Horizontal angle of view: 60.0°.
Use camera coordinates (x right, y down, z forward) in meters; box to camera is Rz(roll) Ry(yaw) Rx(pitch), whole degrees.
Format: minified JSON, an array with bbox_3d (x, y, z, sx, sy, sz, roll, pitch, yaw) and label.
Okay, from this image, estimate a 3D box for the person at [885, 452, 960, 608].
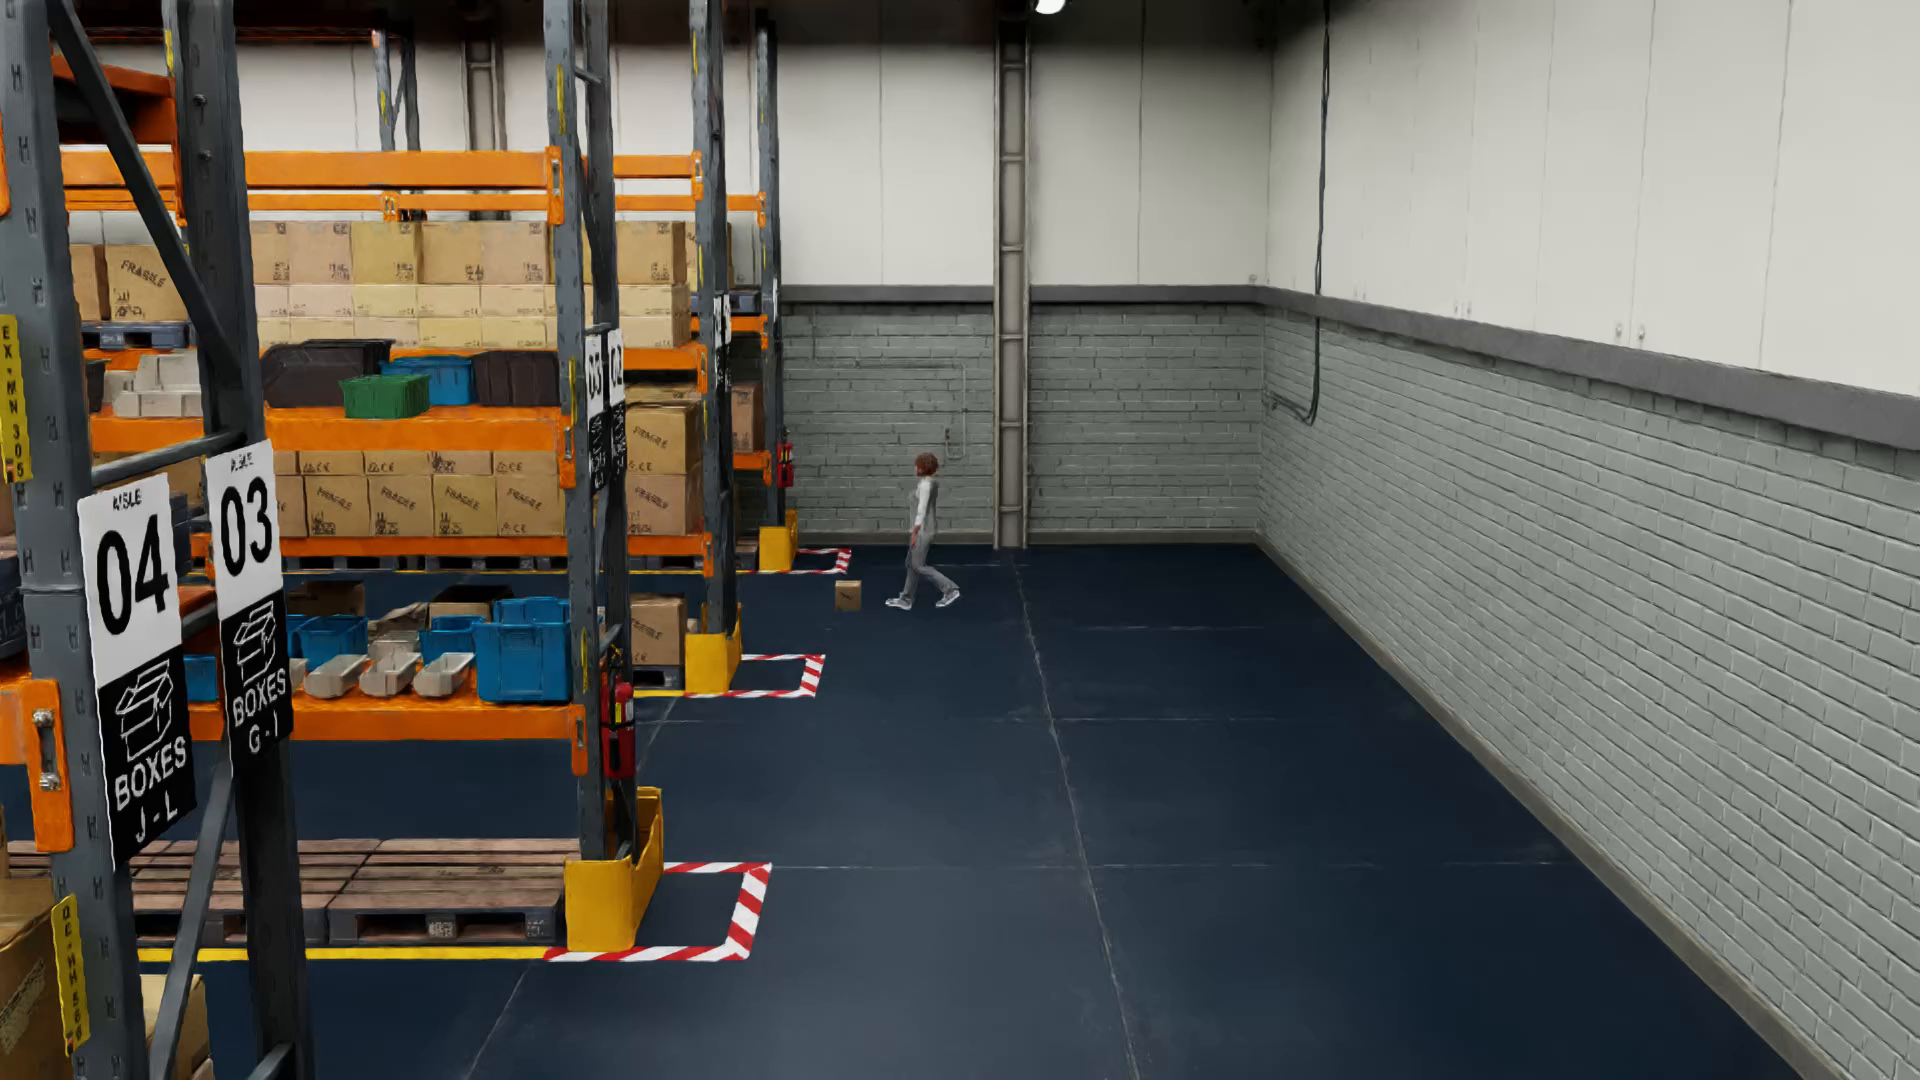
[{"bbox_3d":[-0.374,-0.075,16.360,0.772,1.555,0.425,1,11,5],"label":"person"}]
